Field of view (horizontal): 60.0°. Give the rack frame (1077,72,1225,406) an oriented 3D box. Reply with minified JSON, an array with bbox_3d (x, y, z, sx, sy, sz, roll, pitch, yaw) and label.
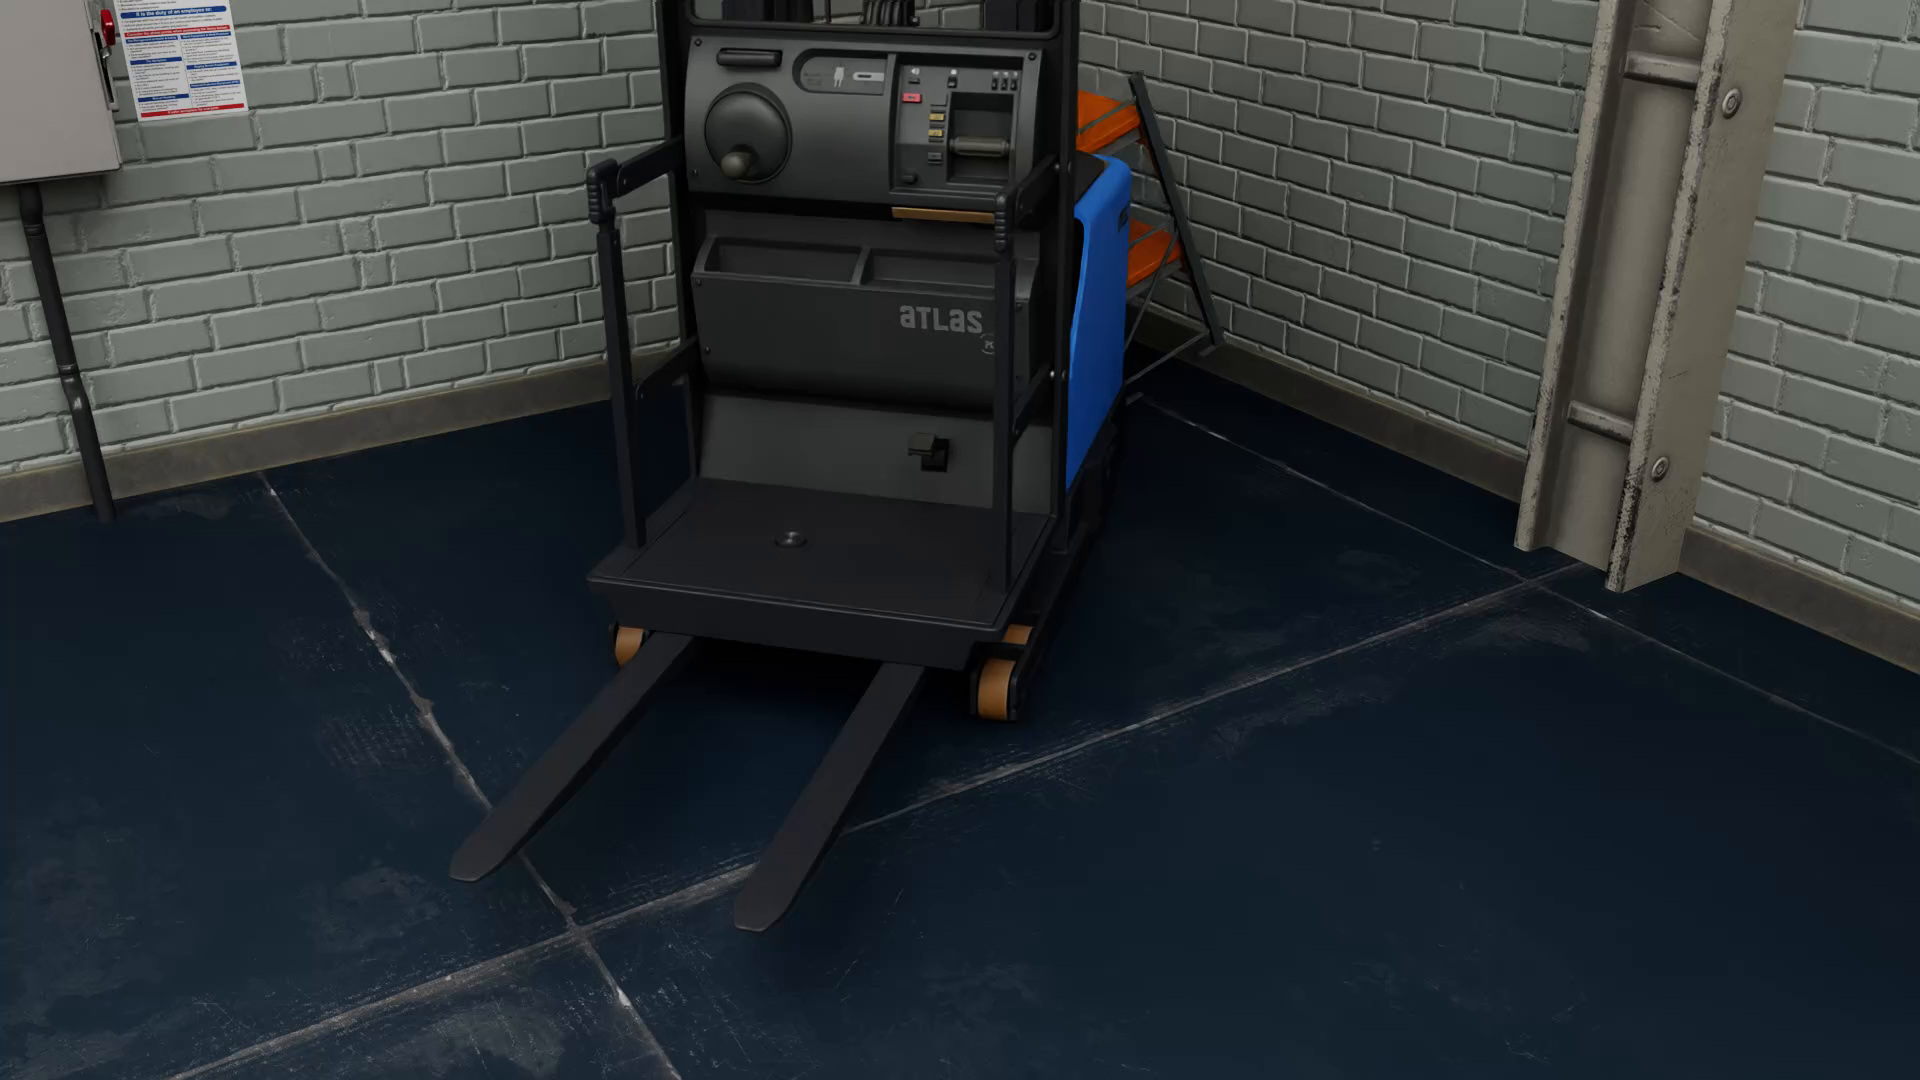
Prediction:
[{"bbox_3d":[0.606,-1.054,5.993,0.500,1.125,0.032,-33,34,-12],"label":"rack frame"}]

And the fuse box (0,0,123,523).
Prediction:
[{"bbox_3d":[-2.729,-0.839,5.022,0.539,1.711,0.414,-16,29,-30],"label":"fuse box"}]

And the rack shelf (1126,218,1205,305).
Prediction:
[{"bbox_3d":[0.461,-1.060,6.538,0.538,0.278,1.000,-33,34,-12],"label":"rack shelf"}]

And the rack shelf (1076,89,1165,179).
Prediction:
[{"bbox_3d":[0.275,-1.469,6.243,0.538,0.278,1.000,-33,34,-12],"label":"rack shelf"}]

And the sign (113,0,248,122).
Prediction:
[{"bbox_3d":[-2.429,-1.567,5.168,0.329,0.494,0.001,-16,29,-30],"label":"sign"}]

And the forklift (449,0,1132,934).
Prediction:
[{"bbox_3d":[-0.307,-1.041,4.023,1.130,2.935,3.031,6,26,13],"label":"forklift"}]

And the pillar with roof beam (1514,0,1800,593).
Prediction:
[{"bbox_3d":[-1.638,-3.015,1.095,9.100,9.000,0.400,-16,29,-30],"label":"pillar with roof beam"}]

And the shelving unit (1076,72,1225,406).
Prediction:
[{"bbox_3d":[0.376,-1.246,6.403,0.538,1.125,1.048,-33,34,-12],"label":"shelving unit"}]
